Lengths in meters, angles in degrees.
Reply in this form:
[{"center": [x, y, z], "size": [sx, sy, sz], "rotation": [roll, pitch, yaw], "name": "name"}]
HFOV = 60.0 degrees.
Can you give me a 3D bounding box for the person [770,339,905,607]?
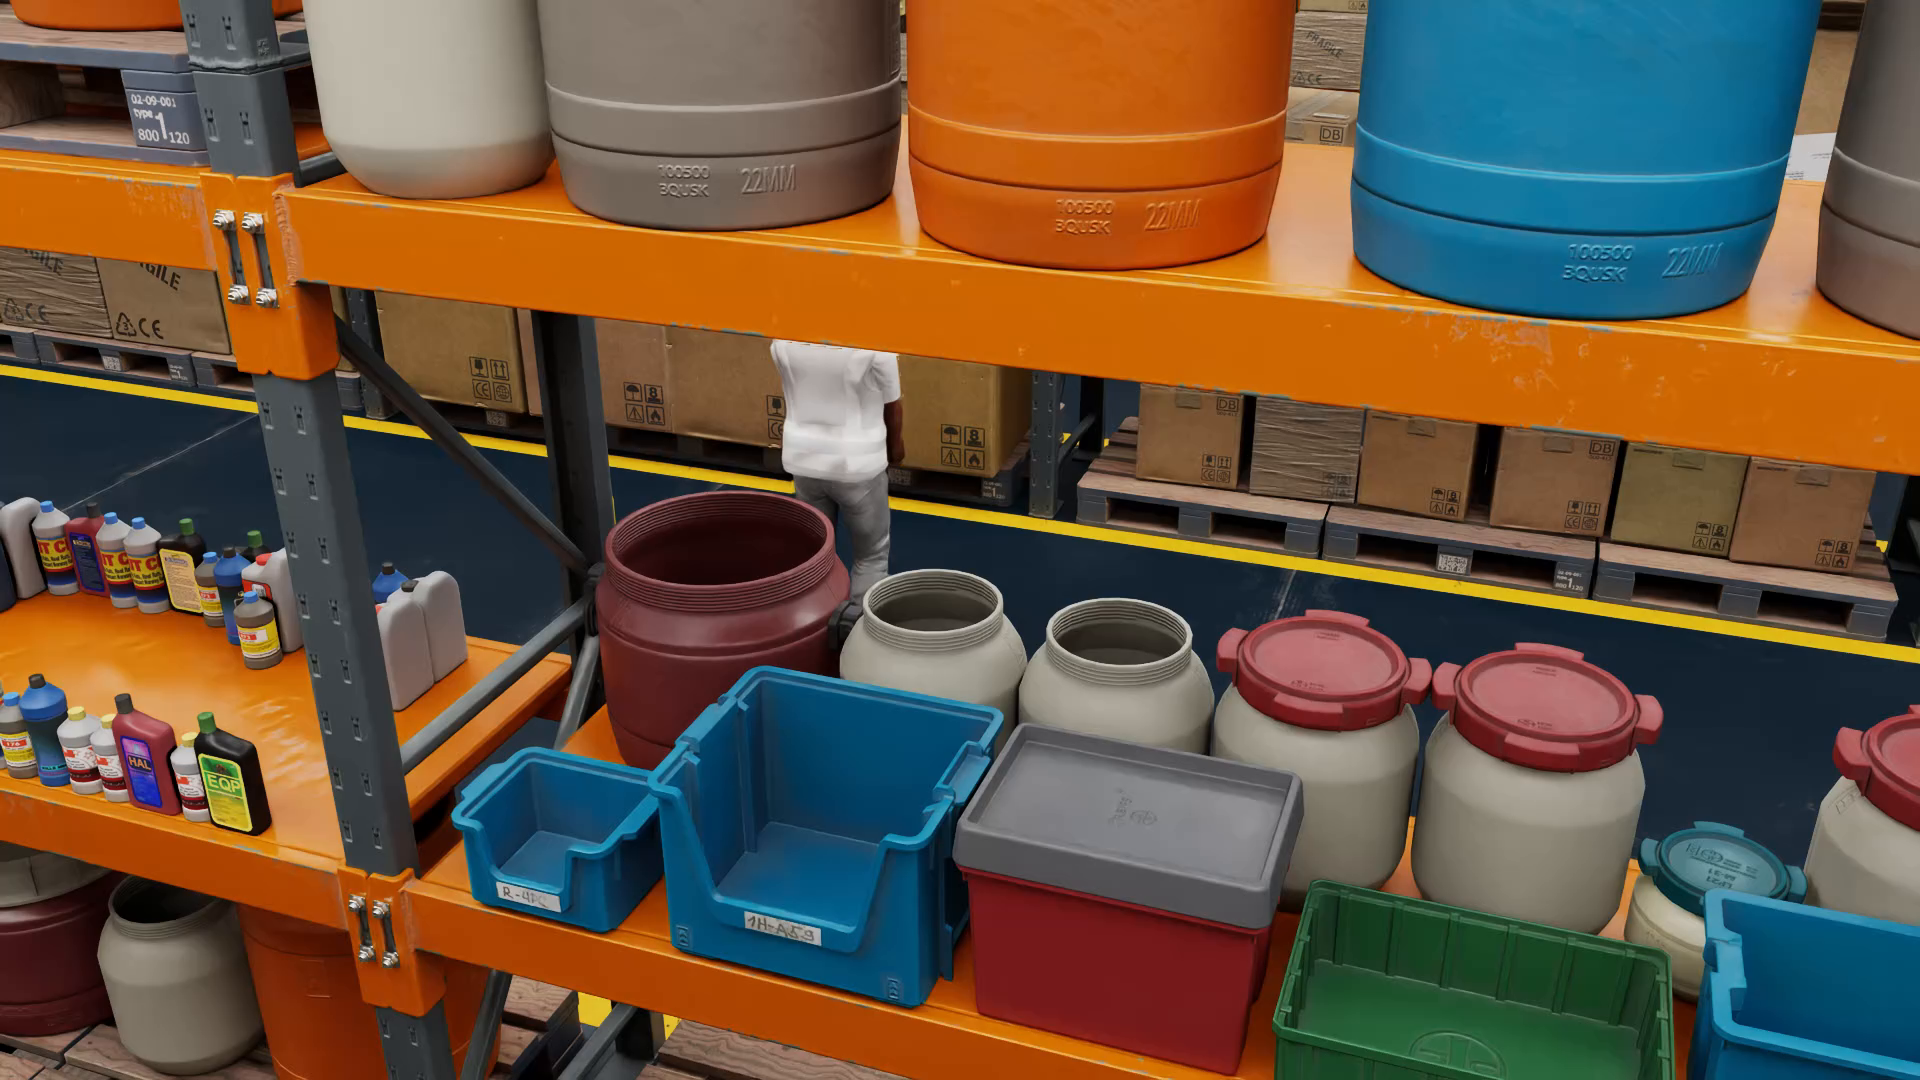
[{"center": [-0.475, -0.336, 6.802], "size": [0.505, 1.750, 0.582], "rotation": [8, 27, 17], "name": "person"}]
